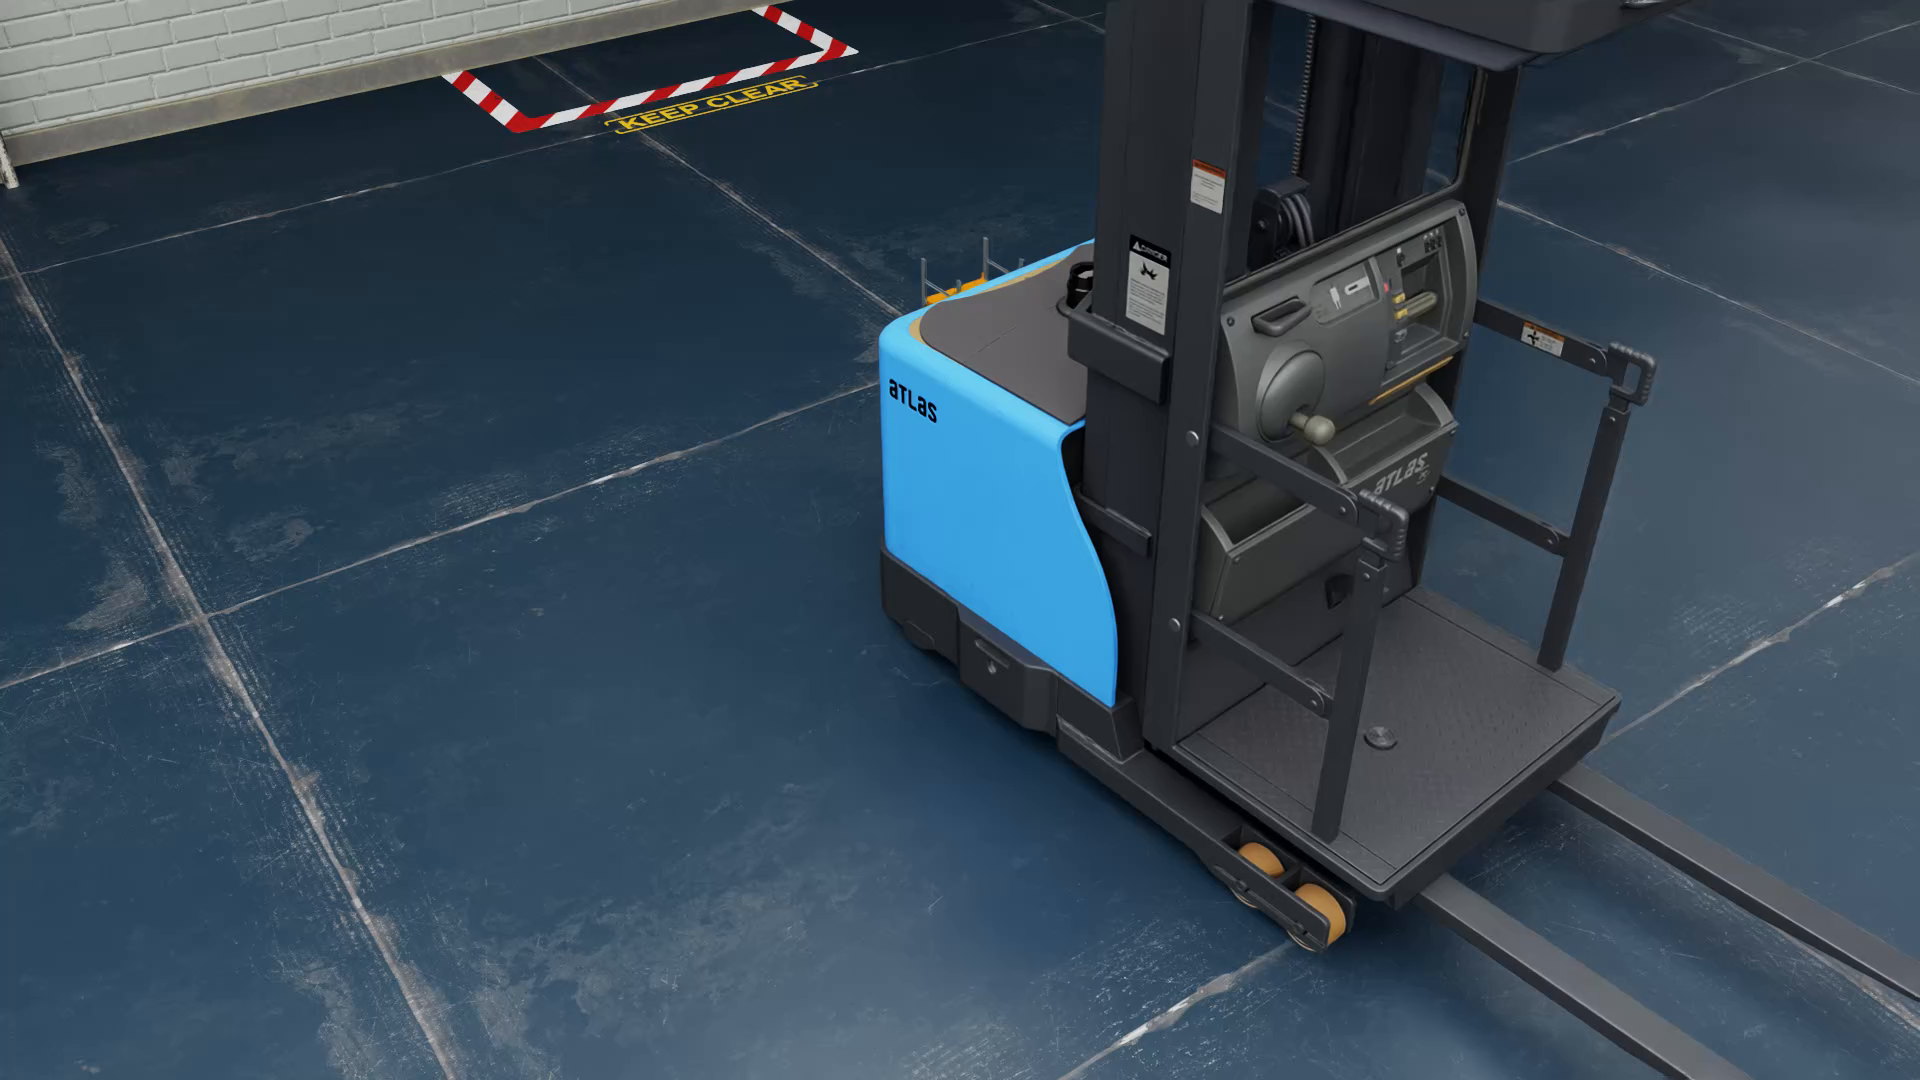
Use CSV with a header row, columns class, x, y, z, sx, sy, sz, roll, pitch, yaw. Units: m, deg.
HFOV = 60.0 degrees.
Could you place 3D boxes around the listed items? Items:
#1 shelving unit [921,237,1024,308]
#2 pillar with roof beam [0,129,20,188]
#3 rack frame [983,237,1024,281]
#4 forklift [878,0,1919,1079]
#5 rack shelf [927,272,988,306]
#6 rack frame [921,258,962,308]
class,x,y,z,sx,sy,sz,roll,pitch,yaw
shelving unit,0.040,-0.446,5.471,0.252,1.050,0.215,-24,42,-29
pillar with roof beam,-2.387,-3.344,2.692,0.400,9.000,9.100,-22,41,-28
rack frame,0.137,-0.489,5.531,0.008,1.050,0.200,-24,42,-29
forklift,1.097,-0.473,3.897,1.130,2.935,3.031,-27,44,-32
rack shelf,0.040,-0.668,5.312,0.240,0.259,0.215,-24,42,-29
rack frame,-0.058,-0.403,5.412,0.008,1.050,0.200,-24,42,-29
